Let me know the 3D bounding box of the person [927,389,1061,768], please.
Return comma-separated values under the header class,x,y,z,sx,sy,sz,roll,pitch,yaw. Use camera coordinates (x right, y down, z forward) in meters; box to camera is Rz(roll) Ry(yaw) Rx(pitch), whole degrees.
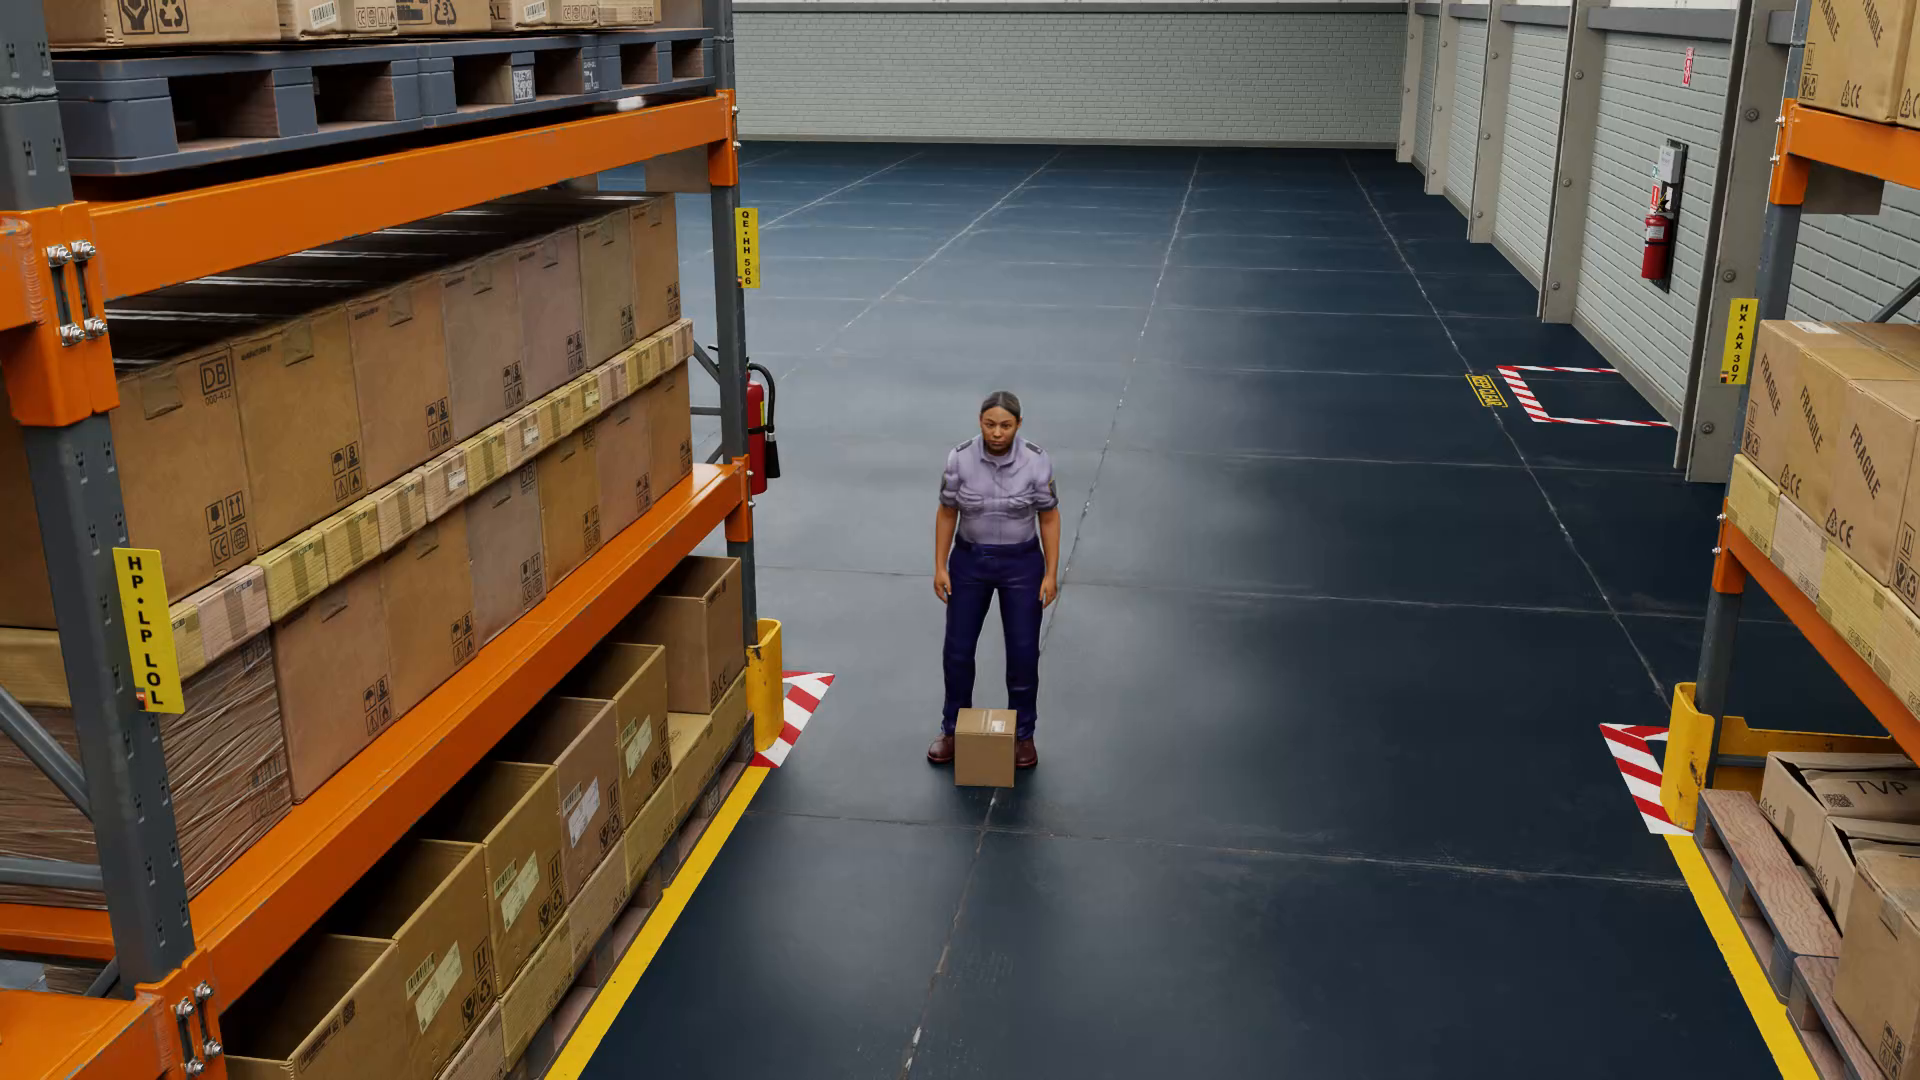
class,x,y,z,sx,sy,sz,roll,pitch,yaw
person,0.145,0.150,7.113,0.557,1.648,0.367,2,18,7
